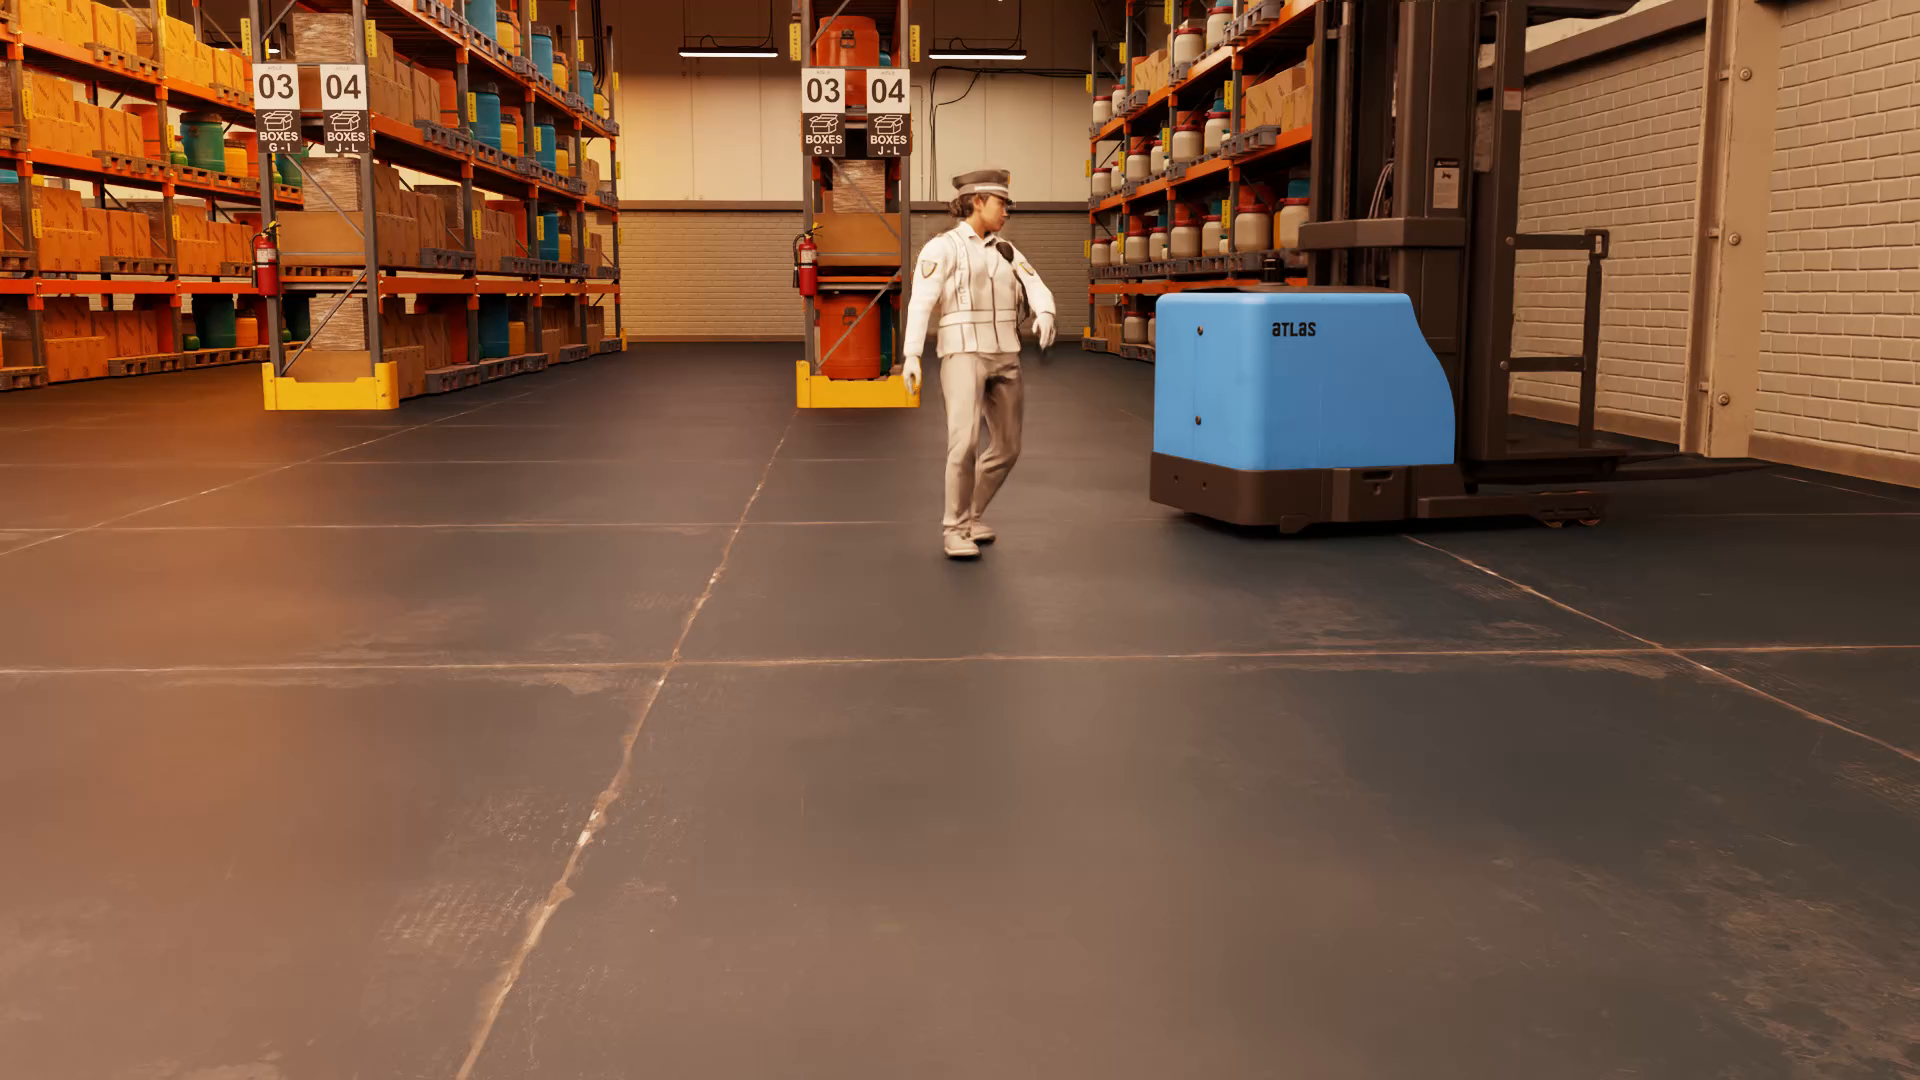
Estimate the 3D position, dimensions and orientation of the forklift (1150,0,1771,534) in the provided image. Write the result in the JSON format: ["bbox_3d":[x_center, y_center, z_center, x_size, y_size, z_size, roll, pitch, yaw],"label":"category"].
[{"bbox_3d":[2.502,-1.578,7.956,3.031,2.935,1.130,-3,9,-18],"label":"forklift"}]

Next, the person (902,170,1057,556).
[{"bbox_3d":[0.062,-0.741,6.927,0.639,1.584,0.774,-7,11,-38],"label":"person"}]
